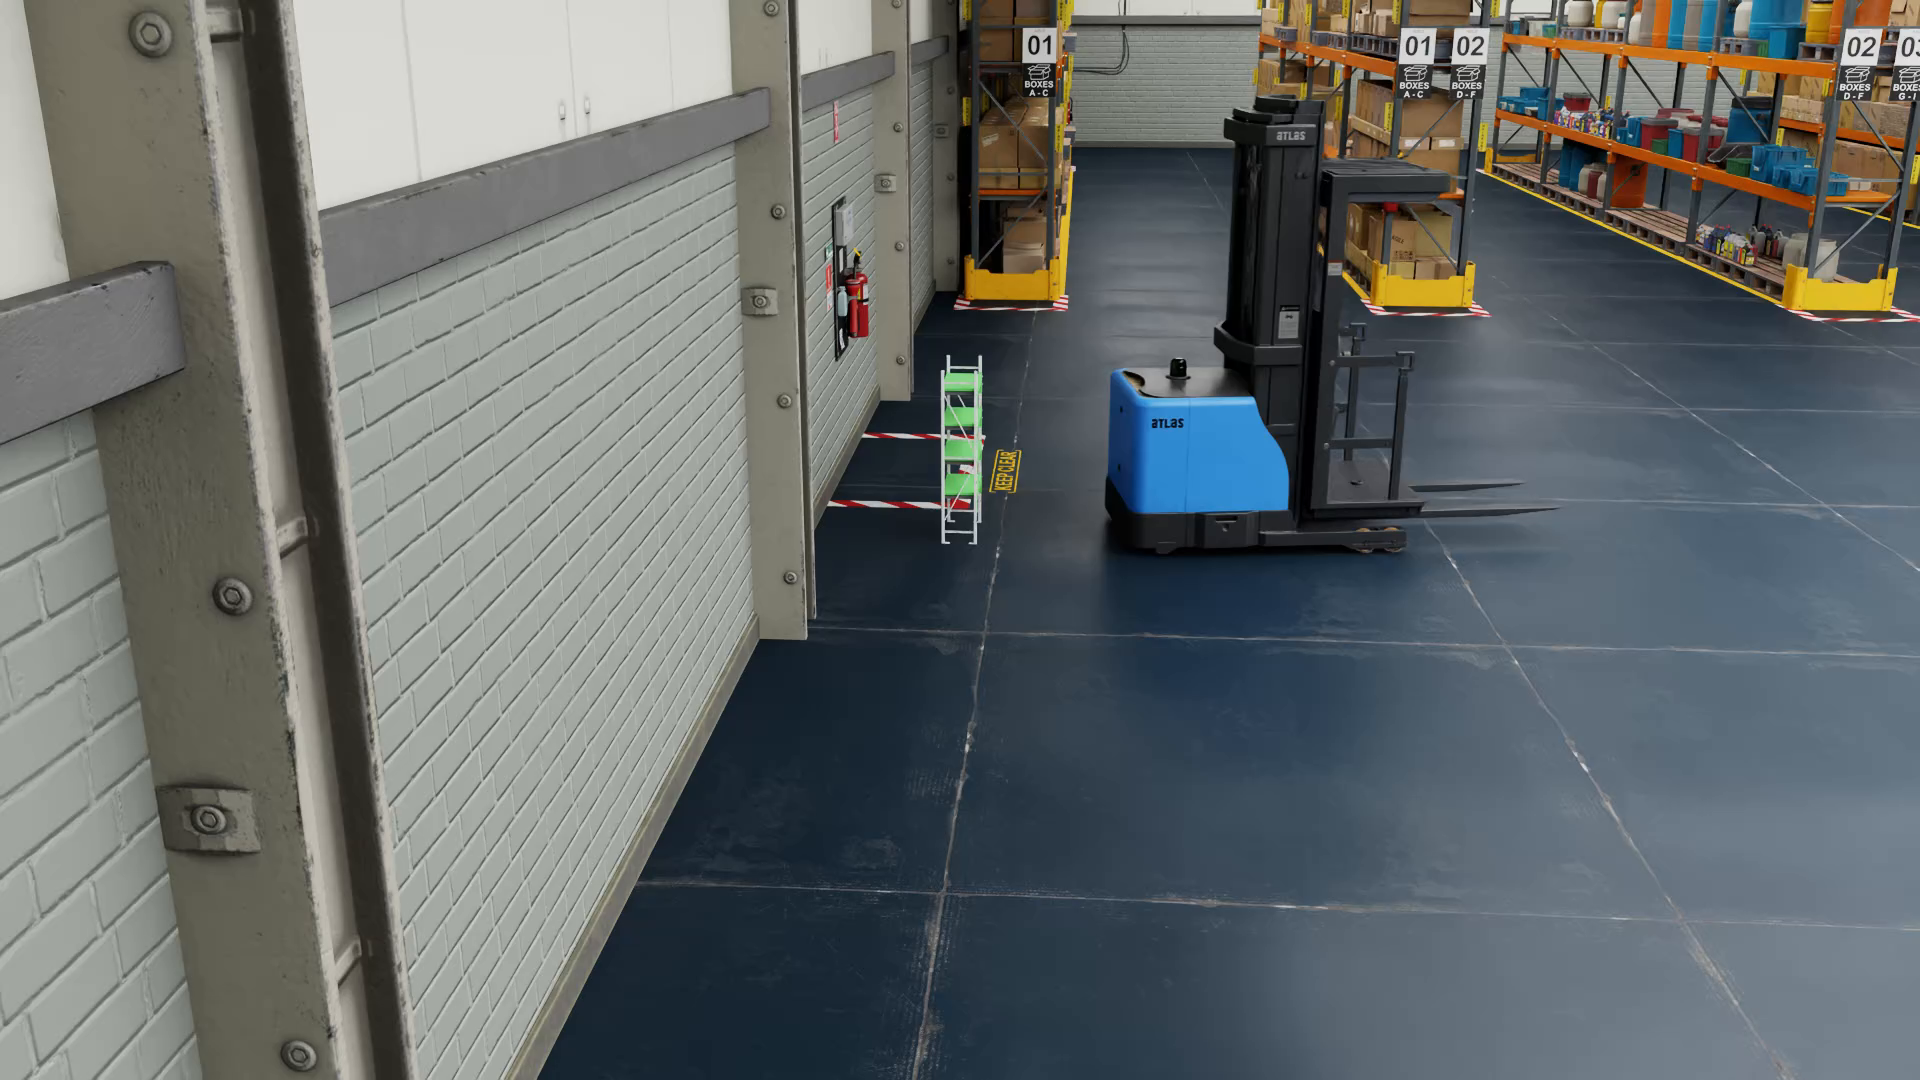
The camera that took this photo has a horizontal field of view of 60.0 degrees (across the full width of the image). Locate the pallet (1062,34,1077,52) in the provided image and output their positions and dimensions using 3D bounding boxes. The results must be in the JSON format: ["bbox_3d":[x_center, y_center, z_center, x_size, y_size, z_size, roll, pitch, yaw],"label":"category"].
[{"bbox_3d":[1.076,-7.169,23.969,1.213,0.211,1.003,1,18,4],"label":"pallet"}]

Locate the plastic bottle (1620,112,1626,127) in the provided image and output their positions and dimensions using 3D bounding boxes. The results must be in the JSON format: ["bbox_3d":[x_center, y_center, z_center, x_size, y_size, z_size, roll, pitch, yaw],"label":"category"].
[{"bbox_3d":[11.401,-7.210,28.689,0.144,0.351,0.185,1,18,4],"label":"plastic bottle"}]

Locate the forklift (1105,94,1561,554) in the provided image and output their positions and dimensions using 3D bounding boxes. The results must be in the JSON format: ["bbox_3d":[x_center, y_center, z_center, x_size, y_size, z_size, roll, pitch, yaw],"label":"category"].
[{"bbox_3d":[2.583,-1.468,11.195,3.031,2.935,1.130,-2,18,-5],"label":"forklift"}]

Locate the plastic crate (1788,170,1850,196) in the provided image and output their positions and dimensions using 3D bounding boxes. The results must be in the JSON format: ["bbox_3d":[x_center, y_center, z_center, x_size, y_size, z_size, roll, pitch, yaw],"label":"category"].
[{"bbox_3d":[10.258,-4.271,19.880,0.499,0.251,0.616,1,18,4],"label":"plastic crate"}]

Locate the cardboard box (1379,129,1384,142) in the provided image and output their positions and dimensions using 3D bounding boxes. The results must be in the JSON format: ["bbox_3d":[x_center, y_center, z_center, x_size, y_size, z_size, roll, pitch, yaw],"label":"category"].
[{"bbox_3d":[5.491,-5.091,20.940,0.380,0.149,0.250,2,18,6],"label":"cardboard box"}]

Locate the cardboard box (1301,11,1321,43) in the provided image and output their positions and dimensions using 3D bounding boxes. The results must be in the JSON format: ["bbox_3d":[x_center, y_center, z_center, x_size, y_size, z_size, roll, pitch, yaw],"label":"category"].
[{"bbox_3d":[6.188,-8.544,27.702,0.910,0.500,0.500,1,18,4],"label":"cardboard box"}]

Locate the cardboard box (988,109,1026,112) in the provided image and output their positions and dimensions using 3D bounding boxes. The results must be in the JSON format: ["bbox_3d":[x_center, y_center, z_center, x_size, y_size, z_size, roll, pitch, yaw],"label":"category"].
[{"bbox_3d":[0.642,-5.636,22.811,0.500,0.500,0.500,1,18,4],"label":"cardboard box"}]

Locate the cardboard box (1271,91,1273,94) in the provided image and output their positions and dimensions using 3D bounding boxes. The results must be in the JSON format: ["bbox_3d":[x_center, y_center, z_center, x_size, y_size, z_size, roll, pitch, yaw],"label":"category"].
[{"bbox_3d":[6.256,-8.387,32.042,0.500,0.500,0.500,2,18,5],"label":"cardboard box"}]

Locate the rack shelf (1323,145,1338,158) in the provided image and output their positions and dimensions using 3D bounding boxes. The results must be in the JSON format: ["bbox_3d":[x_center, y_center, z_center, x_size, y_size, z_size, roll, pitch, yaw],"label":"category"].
[{"bbox_3d":[6.010,-5.813,25.502,1.077,0.370,4.000,1,18,4],"label":"rack shelf"}]

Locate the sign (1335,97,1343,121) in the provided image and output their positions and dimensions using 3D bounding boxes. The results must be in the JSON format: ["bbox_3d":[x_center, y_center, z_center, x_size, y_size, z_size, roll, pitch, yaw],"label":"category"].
[{"bbox_3d":[5.325,-6.056,23.354,0.100,0.325,0.005,1,18,4],"label":"sign"}]

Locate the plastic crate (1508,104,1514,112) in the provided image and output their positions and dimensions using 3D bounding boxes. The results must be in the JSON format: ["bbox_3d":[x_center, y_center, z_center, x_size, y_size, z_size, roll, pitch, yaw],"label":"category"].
[{"bbox_3d":[11.167,-8.675,33.406,0.250,0.136,0.298,1,18,4],"label":"plastic crate"}]

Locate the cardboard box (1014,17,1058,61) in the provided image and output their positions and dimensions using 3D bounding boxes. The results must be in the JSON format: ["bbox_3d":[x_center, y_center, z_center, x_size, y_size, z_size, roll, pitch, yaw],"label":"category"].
[{"bbox_3d":[0.912,-5.982,19.851,0.500,0.500,0.500,2,18,5],"label":"cardboard box"}]

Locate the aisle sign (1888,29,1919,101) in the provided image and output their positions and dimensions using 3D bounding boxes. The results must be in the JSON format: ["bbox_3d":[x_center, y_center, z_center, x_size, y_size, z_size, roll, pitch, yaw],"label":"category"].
[{"bbox_3d":[10.807,-5.386,18.869,0.394,0.787,0.004,1,18,4],"label":"aisle sign"}]

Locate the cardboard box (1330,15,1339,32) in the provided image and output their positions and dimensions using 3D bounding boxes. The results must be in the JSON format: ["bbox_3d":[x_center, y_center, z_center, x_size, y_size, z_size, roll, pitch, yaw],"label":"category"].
[{"bbox_3d":[6.177,-8.188,26.343,0.500,0.250,0.500,0,18,0],"label":"cardboard box"}]

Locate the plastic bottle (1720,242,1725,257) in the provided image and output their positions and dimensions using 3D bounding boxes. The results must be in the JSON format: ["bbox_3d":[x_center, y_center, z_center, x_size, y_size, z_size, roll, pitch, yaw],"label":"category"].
[{"bbox_3d":[10.278,-3.914,22.338,0.097,0.201,0.097,0,18,0],"label":"plastic bottle"}]

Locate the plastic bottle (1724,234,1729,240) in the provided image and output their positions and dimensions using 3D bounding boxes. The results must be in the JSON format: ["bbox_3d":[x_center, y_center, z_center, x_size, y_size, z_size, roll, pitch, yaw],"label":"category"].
[{"bbox_3d":[10.348,-3.988,22.452,0.097,0.271,0.097,0,18,0],"label":"plastic bottle"}]

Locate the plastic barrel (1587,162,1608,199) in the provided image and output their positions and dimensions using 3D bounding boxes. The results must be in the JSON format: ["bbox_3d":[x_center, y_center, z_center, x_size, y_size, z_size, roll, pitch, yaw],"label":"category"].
[{"bbox_3d":[11.193,-6.221,28.790,0.600,0.588,0.708,1,18,4],"label":"plastic barrel"}]

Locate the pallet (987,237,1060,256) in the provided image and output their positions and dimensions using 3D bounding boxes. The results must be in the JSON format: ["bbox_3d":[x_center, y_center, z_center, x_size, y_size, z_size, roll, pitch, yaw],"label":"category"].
[{"bbox_3d":[0.912,-4.109,23.624,1.003,0.211,1.213,1,18,4],"label":"pallet"}]

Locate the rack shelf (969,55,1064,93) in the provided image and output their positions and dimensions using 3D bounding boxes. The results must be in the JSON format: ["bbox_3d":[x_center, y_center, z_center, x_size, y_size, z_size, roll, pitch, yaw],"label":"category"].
[{"bbox_3d":[0.782,-6.106,21.578,1.077,0.370,4.000,1,18,4],"label":"rack shelf"}]

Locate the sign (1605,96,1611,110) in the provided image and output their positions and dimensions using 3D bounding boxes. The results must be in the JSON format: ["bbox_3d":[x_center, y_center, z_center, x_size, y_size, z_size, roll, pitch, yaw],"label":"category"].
[{"bbox_3d":[11.929,-8.026,30.654,0.100,0.325,0.005,1,18,4],"label":"sign"}]

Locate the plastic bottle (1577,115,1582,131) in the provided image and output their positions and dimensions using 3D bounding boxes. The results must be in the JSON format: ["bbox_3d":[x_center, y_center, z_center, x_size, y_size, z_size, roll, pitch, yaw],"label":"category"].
[{"bbox_3d":[10.842,-7.285,29.046,0.097,0.271,0.097,0,18,0],"label":"plastic bottle"}]

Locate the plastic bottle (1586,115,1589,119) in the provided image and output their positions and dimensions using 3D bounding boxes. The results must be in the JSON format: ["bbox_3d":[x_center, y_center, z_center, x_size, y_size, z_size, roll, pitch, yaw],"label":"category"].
[{"bbox_3d":[10.863,-7.197,28.756,0.061,0.283,0.133,1,18,4],"label":"plastic bottle"}]

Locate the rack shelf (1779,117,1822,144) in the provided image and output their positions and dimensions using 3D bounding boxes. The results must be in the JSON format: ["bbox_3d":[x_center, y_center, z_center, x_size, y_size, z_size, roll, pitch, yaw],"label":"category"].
[{"bbox_3d":[16.464,-8.076,32.407,1.077,0.370,4.000,1,18,4],"label":"rack shelf"}]

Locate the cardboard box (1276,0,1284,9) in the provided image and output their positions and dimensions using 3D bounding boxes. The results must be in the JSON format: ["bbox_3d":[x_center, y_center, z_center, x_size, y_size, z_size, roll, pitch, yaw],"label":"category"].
[{"bbox_3d":[6.528,-10.585,32.325,0.700,0.500,0.500,1,18,4],"label":"cardboard box"}]

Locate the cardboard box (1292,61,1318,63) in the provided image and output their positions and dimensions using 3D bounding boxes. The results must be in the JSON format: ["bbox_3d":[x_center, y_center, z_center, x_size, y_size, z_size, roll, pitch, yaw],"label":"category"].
[{"bbox_3d":[6.901,-9.321,33.286,0.500,0.500,0.500,2,18,5],"label":"cardboard box"}]

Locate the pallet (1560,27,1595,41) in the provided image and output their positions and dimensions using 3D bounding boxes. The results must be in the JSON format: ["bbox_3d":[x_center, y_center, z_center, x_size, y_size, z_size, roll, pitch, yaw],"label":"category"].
[{"bbox_3d":[11.422,-8.997,29.549,1.213,0.211,1.003,1,18,4],"label":"pallet"}]

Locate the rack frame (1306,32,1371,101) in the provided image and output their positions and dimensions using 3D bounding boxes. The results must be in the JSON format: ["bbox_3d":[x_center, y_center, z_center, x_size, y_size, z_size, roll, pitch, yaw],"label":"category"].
[{"bbox_3d":[6.153,-6.776,27.286,1.000,3.000,0.127,1,18,4],"label":"rack frame"}]

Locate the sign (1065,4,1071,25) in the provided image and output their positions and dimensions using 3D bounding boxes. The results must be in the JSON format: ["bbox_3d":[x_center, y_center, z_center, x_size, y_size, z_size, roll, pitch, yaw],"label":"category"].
[{"bbox_3d":[1.753,-8.544,27.033,0.100,0.325,0.005,1,18,4],"label":"sign"}]

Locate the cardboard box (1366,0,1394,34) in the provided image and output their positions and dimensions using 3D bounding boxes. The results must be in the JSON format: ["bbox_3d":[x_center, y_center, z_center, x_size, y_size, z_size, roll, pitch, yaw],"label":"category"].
[{"bbox_3d":[5.623,-6.766,21.372,0.797,0.503,0.637,3,18,10],"label":"cardboard box"}]

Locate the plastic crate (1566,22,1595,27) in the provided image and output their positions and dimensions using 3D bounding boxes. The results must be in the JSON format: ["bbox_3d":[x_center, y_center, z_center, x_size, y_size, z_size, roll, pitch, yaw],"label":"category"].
[{"bbox_3d":[11.743,-9.650,31.448,0.497,0.269,0.590,1,18,4],"label":"plastic crate"}]

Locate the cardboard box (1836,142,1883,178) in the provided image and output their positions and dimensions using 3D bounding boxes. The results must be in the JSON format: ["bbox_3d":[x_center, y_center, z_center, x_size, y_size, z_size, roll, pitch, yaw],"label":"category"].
[{"bbox_3d":[16.231,-6.509,29.209,1.225,0.875,0.875,1,18,2],"label":"cardboard box"}]

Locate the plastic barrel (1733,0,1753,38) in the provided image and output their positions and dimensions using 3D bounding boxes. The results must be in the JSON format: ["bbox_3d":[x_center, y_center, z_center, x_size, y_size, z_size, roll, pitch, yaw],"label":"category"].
[{"bbox_3d":[10.580,-6.971,22.209,0.421,0.512,0.421,0,18,0],"label":"plastic barrel"}]

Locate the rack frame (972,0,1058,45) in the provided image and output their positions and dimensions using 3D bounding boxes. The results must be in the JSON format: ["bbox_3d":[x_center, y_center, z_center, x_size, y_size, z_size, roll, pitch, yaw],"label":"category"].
[{"bbox_3d":[0.639,-7.252,19.103,1.000,3.000,0.127,1,18,4],"label":"rack frame"}]

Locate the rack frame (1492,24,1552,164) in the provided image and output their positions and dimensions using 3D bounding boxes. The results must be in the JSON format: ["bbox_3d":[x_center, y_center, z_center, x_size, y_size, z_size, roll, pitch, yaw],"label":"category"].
[{"bbox_3d":[11.667,-9.149,34.528,1.000,3.000,0.127,1,18,4],"label":"rack frame"}]

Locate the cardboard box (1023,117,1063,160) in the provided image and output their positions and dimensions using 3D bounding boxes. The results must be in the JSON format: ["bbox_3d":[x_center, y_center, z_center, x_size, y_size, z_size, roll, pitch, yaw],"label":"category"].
[{"bbox_3d":[1.061,-5.151,21.330,0.500,0.500,0.500,1,18,2],"label":"cardboard box"}]

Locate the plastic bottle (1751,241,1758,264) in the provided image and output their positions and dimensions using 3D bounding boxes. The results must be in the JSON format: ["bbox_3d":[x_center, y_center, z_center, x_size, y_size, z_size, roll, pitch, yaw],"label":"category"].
[{"bbox_3d":[10.366,-3.754,21.718,0.061,0.283,0.133,1,18,4],"label":"plastic bottle"}]

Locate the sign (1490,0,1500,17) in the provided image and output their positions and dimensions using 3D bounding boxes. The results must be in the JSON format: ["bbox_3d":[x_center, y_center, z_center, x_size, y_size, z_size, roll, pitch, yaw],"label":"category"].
[{"bbox_3d":[6.133,-6.156,19.044,0.100,0.325,0.005,1,18,4],"label":"sign"}]

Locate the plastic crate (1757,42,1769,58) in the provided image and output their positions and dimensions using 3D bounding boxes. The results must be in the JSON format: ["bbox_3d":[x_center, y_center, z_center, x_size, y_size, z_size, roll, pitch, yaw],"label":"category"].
[{"bbox_3d":[10.422,-6.263,21.242,0.336,0.188,0.450,1,18,4],"label":"plastic crate"}]

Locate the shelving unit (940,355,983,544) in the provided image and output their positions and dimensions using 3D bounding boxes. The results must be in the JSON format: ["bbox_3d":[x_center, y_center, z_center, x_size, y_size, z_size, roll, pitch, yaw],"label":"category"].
[{"bbox_3d":[0.012,-0.622,11.393,0.258,1.200,0.503,1,18,4],"label":"shelving unit"}]

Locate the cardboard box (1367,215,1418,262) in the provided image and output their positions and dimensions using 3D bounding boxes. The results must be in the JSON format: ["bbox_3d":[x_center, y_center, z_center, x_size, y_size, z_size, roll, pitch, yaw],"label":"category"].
[{"bbox_3d":[5.321,-3.714,20.478,0.500,0.500,0.500,1,18,4],"label":"cardboard box"}]

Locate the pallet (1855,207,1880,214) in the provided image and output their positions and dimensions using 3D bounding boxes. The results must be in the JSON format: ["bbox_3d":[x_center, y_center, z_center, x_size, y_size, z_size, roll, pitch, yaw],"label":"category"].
[{"bbox_3d":[16.256,-5.850,28.937,1.003,0.211,1.213,1,18,4],"label":"pallet"}]

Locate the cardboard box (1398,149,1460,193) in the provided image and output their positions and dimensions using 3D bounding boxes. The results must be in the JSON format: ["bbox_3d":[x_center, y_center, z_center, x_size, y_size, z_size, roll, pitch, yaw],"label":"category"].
[{"bbox_3d":[5.626,-4.484,20.129,0.700,0.500,0.500,1,18,4],"label":"cardboard box"}]

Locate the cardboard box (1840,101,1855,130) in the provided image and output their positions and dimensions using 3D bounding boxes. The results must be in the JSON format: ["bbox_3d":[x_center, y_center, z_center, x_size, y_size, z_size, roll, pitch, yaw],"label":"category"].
[{"bbox_3d":[16.003,-7.550,29.488,0.500,0.500,0.500,1,18,4],"label":"cardboard box"}]

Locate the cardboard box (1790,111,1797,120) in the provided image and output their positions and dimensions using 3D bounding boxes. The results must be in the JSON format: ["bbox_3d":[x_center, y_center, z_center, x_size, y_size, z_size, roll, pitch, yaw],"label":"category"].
[{"bbox_3d":[16.089,-8.099,31.725,0.380,0.149,0.250,2,18,5],"label":"cardboard box"}]

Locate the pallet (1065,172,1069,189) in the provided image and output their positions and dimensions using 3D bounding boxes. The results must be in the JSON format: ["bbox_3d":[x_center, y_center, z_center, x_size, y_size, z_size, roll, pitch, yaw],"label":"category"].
[{"bbox_3d":[1.631,-7.037,32.561,1.003,0.211,1.213,1,18,4],"label":"pallet"}]

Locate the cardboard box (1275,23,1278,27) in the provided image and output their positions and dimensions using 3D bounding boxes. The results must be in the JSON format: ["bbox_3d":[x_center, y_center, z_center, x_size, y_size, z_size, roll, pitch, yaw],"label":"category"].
[{"bbox_3d":[6.256,-9.685,31.586,0.500,0.250,0.500,1,18,4],"label":"cardboard box"}]

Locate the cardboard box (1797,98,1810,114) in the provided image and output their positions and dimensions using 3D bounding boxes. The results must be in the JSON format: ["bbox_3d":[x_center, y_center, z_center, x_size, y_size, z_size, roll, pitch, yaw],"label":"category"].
[{"bbox_3d":[16.125,-8.170,31.303,0.500,0.250,0.500,2,18,6],"label":"cardboard box"}]

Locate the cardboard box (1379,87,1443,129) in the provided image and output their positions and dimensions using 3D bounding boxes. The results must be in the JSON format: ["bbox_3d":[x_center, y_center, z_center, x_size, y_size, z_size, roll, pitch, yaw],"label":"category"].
[{"bbox_3d":[5.697,-5.437,20.954,0.700,0.500,0.500,1,18,4],"label":"cardboard box"}]

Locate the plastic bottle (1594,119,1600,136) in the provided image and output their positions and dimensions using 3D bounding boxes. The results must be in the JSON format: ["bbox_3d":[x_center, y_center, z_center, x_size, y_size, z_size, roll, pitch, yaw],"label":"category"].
[{"bbox_3d":[10.768,-6.967,28.073,0.097,0.271,0.097,0,18,0],"label":"plastic bottle"}]

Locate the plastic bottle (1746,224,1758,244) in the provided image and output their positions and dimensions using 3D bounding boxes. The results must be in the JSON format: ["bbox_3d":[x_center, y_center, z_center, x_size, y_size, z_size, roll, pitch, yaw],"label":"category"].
[{"bbox_3d":[10.904,-4.169,22.877,0.144,0.351,0.185,1,18,4],"label":"plastic bottle"}]

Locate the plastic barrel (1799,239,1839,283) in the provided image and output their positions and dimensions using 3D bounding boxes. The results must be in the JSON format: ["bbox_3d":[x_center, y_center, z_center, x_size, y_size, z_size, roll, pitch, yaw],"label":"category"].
[{"bbox_3d":[10.491,-3.403,20.313,0.421,0.512,0.421,0,18,0],"label":"plastic barrel"}]
